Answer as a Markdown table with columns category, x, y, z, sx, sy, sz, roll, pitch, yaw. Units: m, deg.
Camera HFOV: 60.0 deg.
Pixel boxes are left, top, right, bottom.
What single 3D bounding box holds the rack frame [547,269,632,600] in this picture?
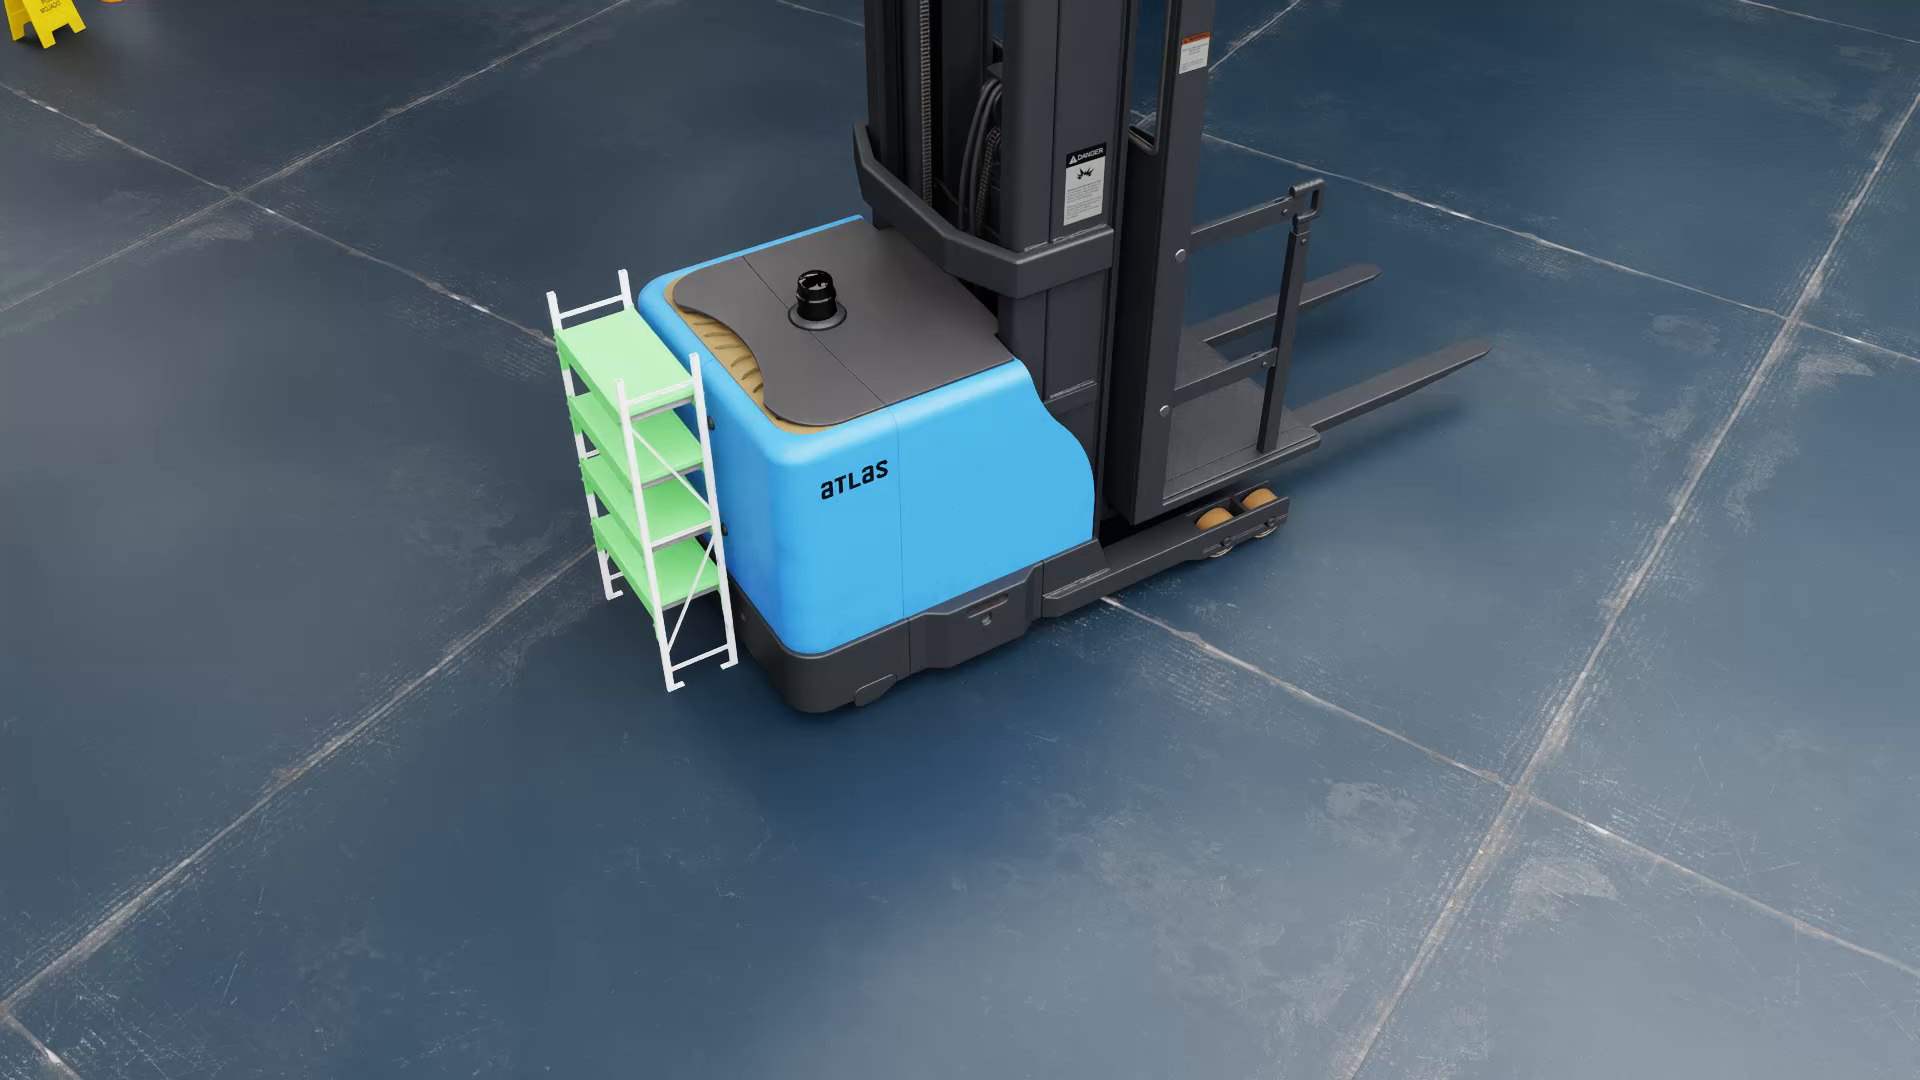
| category | x | y | z | sx | sy | sz | roll | pitch | yaw |
| --- | --- | --- | --- | --- | --- | --- | --- | --- | --- |
| rack frame | -1.072 | -0.293 | 5.178 | 0.240 | 1.200 | 0.015 | -22 | 46 | -23 |

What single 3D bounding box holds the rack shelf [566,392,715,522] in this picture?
| category | x | y | z | sx | sy | sz | roll | pitch | yaw |
| --- | --- | --- | --- | --- | --- | --- | --- | --- | --- |
| rack shelf | -0.943 | -0.286 | 4.906 | 0.258 | 0.148 | 0.480 | -22 | 46 | -23 |

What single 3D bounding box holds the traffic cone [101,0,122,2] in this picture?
| category | x | y | z | sx | sy | sz | roll | pitch | yaw |
| --- | --- | --- | --- | --- | --- | --- | --- | --- | --- |
| traffic cone | -4.621 | -3.216 | 8.997 | 0.334 | 0.463 | 0.336 | 25 | 48 | 25 |

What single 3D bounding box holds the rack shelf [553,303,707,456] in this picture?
| category | x | y | z | sx | sy | sz | roll | pitch | yaw |
| --- | --- | --- | --- | --- | --- | --- | --- | --- | --- |
| rack shelf | -0.943 | -0.465 | 4.746 | 0.258 | 0.148 | 0.480 | -22 | 46 | -23 |

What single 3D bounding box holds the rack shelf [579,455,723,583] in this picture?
| category | x | y | z | sx | sy | sz | roll | pitch | yaw |
| --- | --- | --- | --- | --- | --- | --- | --- | --- | --- |
| rack shelf | -0.943 | -0.107 | 5.066 | 0.258 | 0.148 | 0.480 | -22 | 46 | -23 |

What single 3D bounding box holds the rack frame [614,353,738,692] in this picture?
| category | x | y | z | sx | sy | sz | roll | pitch | yaw |
| --- | --- | --- | --- | --- | --- | --- | --- | --- | --- |
| rack frame | -0.815 | -0.016 | 4.868 | 0.240 | 1.200 | 0.015 | -22 | 46 | -23 |

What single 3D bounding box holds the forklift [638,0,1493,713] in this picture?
| category | x | y | z | sx | sy | sz | roll | pitch | yaw |
| --- | --- | --- | --- | --- | --- | --- | --- | --- | --- |
| forklift | 0.537 | -1.313 | 5.019 | 3.031 | 2.935 | 1.130 | -22 | 46 | -23 |

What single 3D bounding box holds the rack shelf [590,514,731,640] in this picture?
| category | x | y | z | sx | sy | sz | roll | pitch | yaw |
| --- | --- | --- | --- | --- | --- | --- | --- | --- | --- |
| rack shelf | -0.943 | 0.072 | 5.226 | 0.258 | 0.148 | 0.480 | -22 | 46 | -23 |

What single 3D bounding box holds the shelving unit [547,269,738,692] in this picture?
| category | x | y | z | sx | sy | sz | roll | pitch | yaw |
| --- | --- | --- | --- | --- | --- | --- | --- | --- | --- |
| shelving unit | -0.943 | -0.155 | 5.023 | 0.258 | 1.200 | 0.503 | -22 | 46 | -23 |

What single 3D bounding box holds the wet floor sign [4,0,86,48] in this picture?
| category | x | y | z | sx | sy | sz | roll | pitch | yaw |
| --- | --- | --- | --- | --- | --- | --- | --- | --- | --- |
| wet floor sign | -4.768 | -2.889 | 8.495 | 0.232 | 0.644 | 0.267 | 17 | 45 | 18 |
